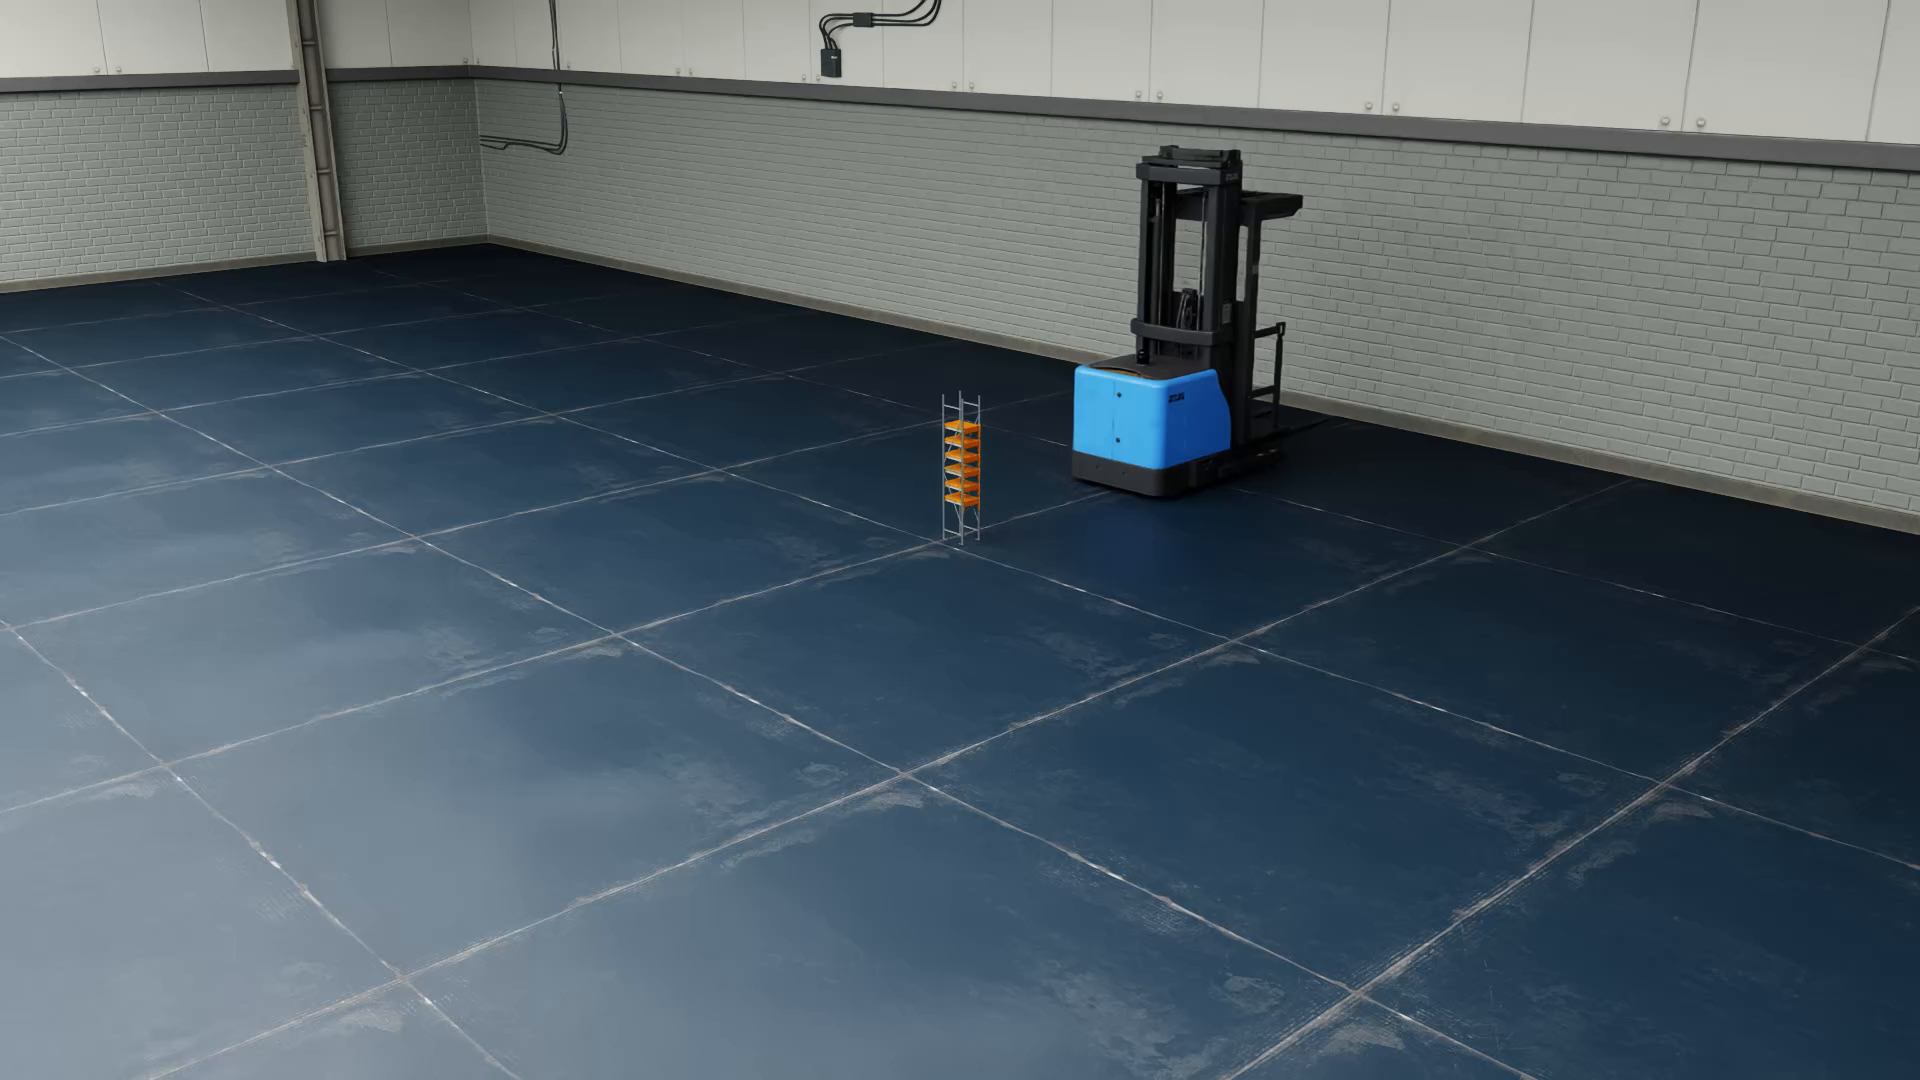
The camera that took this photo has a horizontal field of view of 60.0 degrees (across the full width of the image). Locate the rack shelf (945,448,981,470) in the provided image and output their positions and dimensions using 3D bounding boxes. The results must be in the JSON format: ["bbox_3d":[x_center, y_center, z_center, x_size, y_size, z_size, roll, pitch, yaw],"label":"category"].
[{"bbox_3d":[0.011,-0.646,13.286,0.180,0.103,0.258,-16,24,-41],"label":"rack shelf"}]

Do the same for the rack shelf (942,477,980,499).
[{"bbox_3d":[0.011,-0.417,13.360,0.180,0.103,0.258,-16,24,-41],"label":"rack shelf"}]

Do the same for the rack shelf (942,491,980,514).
[{"bbox_3d":[0.011,-0.303,13.397,0.180,0.103,0.258,-16,24,-41],"label":"rack shelf"}]

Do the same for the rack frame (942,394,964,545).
[{"bbox_3d":[-0.056,-0.554,13.249,0.006,1.200,0.240,-16,24,-41],"label":"rack frame"}]

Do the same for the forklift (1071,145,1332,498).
[{"bbox_3d":[2.397,-2.137,15.323,1.130,2.935,3.031,17,24,42],"label":"forklift"}]

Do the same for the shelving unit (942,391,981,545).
[{"bbox_3d":[0.011,-0.574,13.309,0.189,1.200,0.258,-16,24,-41],"label":"shelving unit"}]

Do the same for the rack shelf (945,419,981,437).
[{"bbox_3d":[0.011,-0.874,13.212,0.180,0.103,0.258,-16,24,-41],"label":"rack shelf"}]

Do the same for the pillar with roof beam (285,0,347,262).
[{"bbox_3d":[-7.646,-8.040,23.693,0.400,9.000,9.100,-16,24,-41],"label":"pillar with roof beam"}]

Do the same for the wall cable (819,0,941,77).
[{"bbox_3d":[-1.043,-8.820,20.583,0.169,6.003,2.305,-16,24,-41],"label":"wall cable"}]

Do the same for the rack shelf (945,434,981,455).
[{"bbox_3d":[0.011,-0.760,13.249,0.180,0.103,0.258,-16,24,-41],"label":"rack shelf"}]

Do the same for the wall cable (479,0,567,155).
[{"bbox_3d":[-7.554,-7.856,28.159,0.112,2.526,3.097,-16,24,-41],"label":"wall cable"}]

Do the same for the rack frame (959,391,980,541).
[{"bbox_3d":[0.077,-0.593,13.369,0.006,1.200,0.240,-16,24,-41],"label":"rack frame"}]

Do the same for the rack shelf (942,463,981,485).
[{"bbox_3d":[0.011,-0.532,13.323,0.180,0.103,0.258,-16,24,-41],"label":"rack shelf"}]
